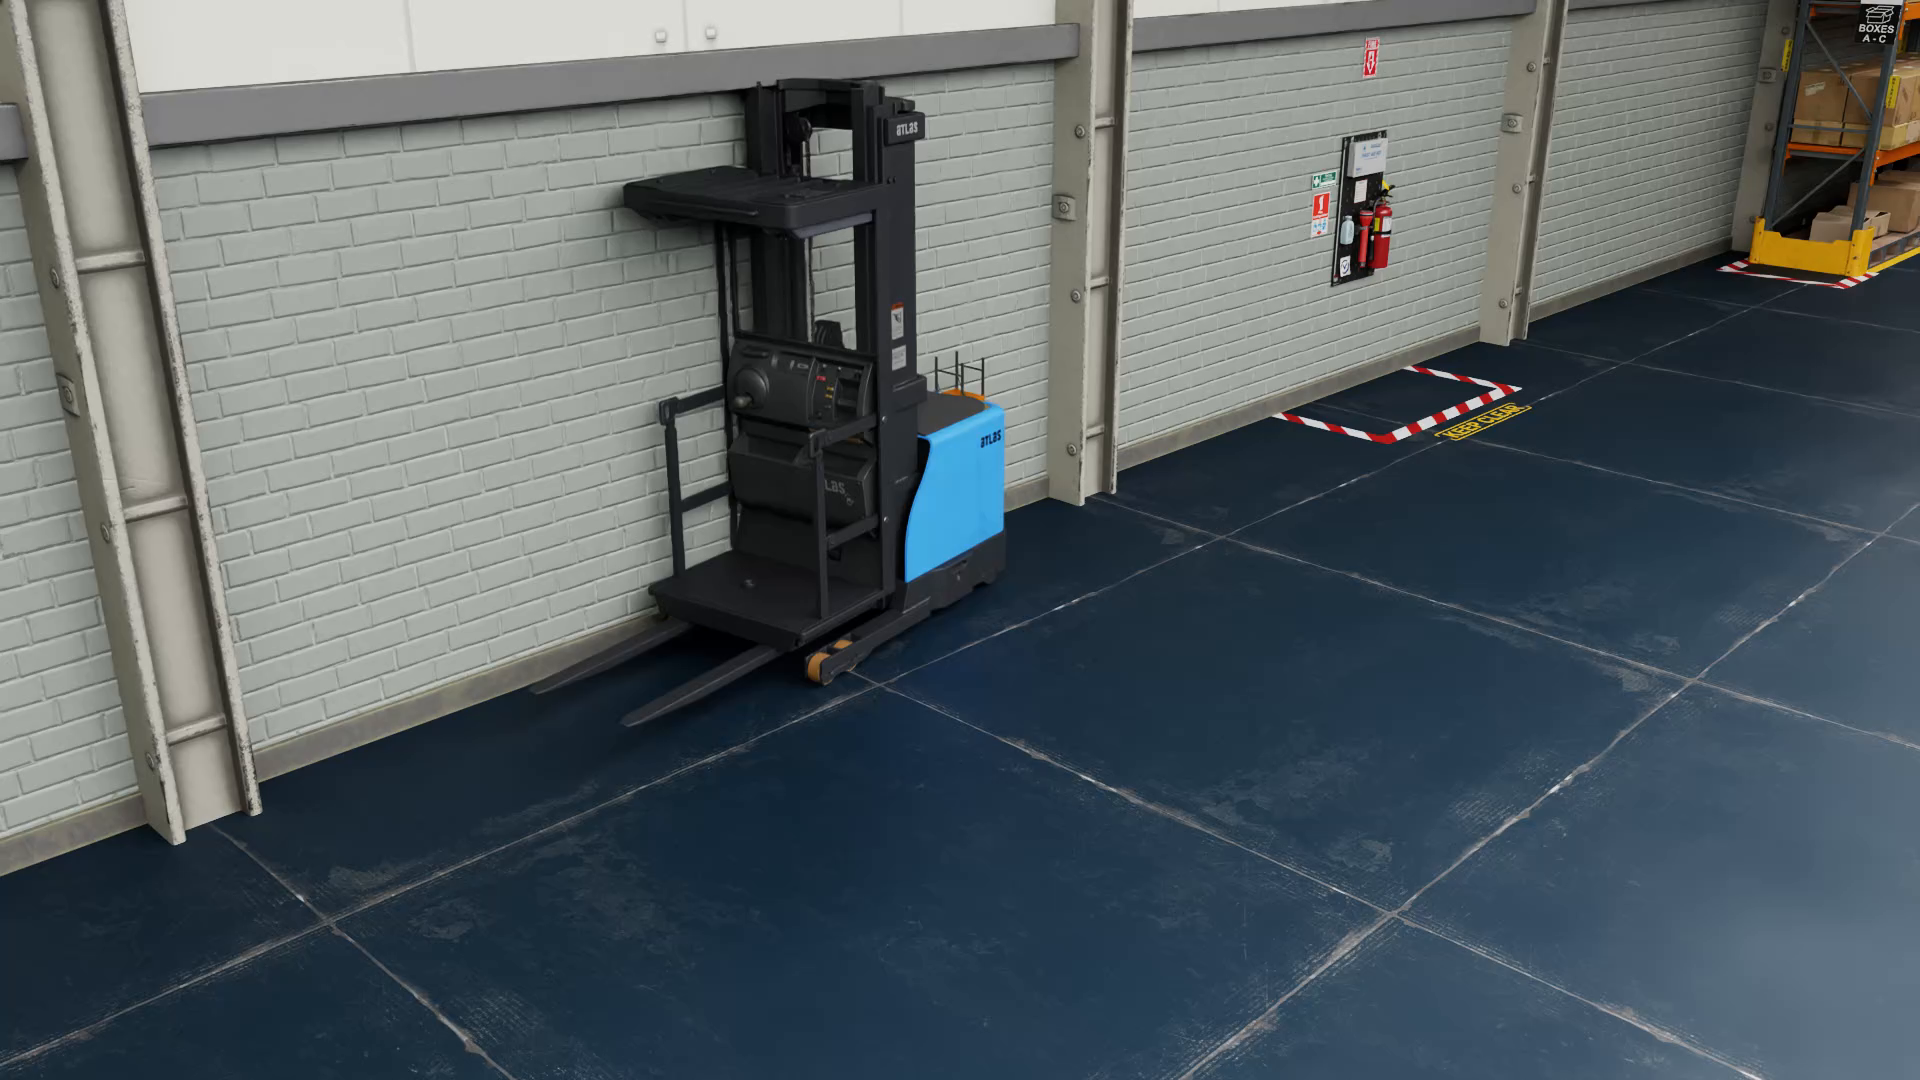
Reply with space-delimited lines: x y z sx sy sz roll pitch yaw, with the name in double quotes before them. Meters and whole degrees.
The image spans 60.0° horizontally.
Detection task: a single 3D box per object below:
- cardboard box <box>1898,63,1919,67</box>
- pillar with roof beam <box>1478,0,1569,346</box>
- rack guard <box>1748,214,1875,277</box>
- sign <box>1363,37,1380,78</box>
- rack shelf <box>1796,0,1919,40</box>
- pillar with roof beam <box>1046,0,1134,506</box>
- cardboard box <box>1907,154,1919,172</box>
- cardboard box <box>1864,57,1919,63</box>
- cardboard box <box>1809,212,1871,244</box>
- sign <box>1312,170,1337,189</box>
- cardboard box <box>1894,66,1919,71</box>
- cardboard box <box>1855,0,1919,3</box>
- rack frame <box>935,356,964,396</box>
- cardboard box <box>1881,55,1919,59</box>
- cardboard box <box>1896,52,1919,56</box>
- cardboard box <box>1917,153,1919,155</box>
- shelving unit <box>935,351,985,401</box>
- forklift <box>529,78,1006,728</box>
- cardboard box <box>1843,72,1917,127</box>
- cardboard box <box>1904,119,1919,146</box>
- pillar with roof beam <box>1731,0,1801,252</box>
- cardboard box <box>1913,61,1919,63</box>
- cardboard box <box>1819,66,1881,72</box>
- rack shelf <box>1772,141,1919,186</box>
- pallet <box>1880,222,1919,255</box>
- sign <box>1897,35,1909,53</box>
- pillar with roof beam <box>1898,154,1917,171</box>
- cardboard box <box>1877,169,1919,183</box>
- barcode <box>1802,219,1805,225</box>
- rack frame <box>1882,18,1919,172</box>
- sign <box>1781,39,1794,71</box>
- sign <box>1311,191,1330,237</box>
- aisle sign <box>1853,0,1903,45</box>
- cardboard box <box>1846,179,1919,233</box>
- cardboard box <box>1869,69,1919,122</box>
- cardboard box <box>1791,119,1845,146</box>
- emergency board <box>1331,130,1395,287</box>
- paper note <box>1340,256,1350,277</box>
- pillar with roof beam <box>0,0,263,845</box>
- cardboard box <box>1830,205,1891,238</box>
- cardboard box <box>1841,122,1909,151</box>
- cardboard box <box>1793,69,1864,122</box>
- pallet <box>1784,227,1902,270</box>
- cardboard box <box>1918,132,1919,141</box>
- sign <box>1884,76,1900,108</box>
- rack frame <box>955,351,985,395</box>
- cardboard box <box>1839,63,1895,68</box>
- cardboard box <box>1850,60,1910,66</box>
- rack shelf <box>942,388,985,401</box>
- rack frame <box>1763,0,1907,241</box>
"cardboard box" 10.949 -5.133 18.885 0.500 0.500 0.500 -19 28 -40
"pillar with roof beam" 8.100 -4.982 10.993 9.100 9.000 0.400 19 28 41
"rack guard" 9.385 -3.258 18.353 1.175 0.500 0.348 19 28 41
"sign" 3.187 -3.738 12.888 0.001 0.298 0.199 19 28 41
"rack shelf" 10.728 -5.983 18.782 1.077 0.370 4.000 19 28 41
"pillar with roof beam" 3.914 -3.439 6.980 9.100 9.000 0.400 19 28 41
"cardboard box" 12.624 -4.665 21.402 0.500 0.500 0.700 -19 28 -40
"cardboard box" 10.930 -5.395 19.566 0.500 0.500 0.500 -19 28 -41
"cardboard box" 9.880 -3.511 18.662 0.500 0.311 0.500 15 26 35
"sign" 2.814 -2.780 12.838 0.001 0.109 0.331 19 28 41
"cardboard box" 10.598 -4.998 18.532 0.500 0.500 0.500 18 27 39
"cardboard box" 9.745 -5.884 17.355 0.500 0.500 0.500 -19 28 -41
"rack frame" -0.065 -0.531 10.283 0.240 1.200 0.006 19 28 40
"cardboard box" 11.282 -5.522 19.896 0.500 0.500 0.500 19 28 40
"cardboard box" 11.645 -5.654 20.240 0.500 0.500 0.500 18 28 39
"cardboard box" 12.949 -4.810 21.780 0.700 0.500 0.500 19 28 40
"shelving unit" -0.002 -0.555 10.345 0.258 1.200 0.189 19 28 40
"forklift" -0.967 -0.812 8.601 1.130 2.935 3.031 14 25 32
"cardboard box" 9.881 -4.742 17.866 0.500 0.500 0.500 19 28 41
"cardboard box" 10.252 -4.527 18.353 0.500 0.250 0.500 18 28 39
"pillar with roof beam" 12.285 -6.524 15.006 9.100 9.000 0.400 19 28 41
"cardboard box" 11.312 -5.267 19.233 0.500 0.500 0.500 18 28 39
"cardboard box" 9.867 -4.996 18.527 0.500 0.500 0.500 -20 29 -41
"rack shelf" 10.728 -4.583 19.321 1.077 0.370 4.000 19 28 41
"pallet" 10.829 -3.635 19.737 1.003 0.211 1.213 19 28 41
"sign" 11.723 -6.112 20.680 0.100 0.325 0.005 19 28 41
"pillar with roof beam" 16.471 -8.066 19.018 9.100 9.000 0.400 19 28 41
"cardboard box" 11.427 -4.195 20.178 0.500 0.500 0.500 17 27 37
"barcode" 9.606 -3.620 18.932 0.001 0.075 0.075 19 28 41
"rack frame" 12.123 -5.433 20.529 1.000 3.000 0.127 19 28 41
"sign" 8.949 -5.237 17.964 0.100 0.325 0.005 19 28 41
"sign" 2.804 -2.534 12.936 0.001 0.329 0.234 19 28 41
"aisle sign" 9.497 -5.525 17.144 0.394 0.787 0.004 19 28 41
"cardboard box" 10.825 -3.921 19.467 0.700 0.500 0.500 17 27 37
"cardboard box" 10.233 -4.866 18.190 0.500 0.500 0.500 19 28 41
"cardboard box" 9.520 -4.513 18.316 0.500 0.250 0.500 -20 28 -41
"emergency board" 3.264 -2.633 13.245 0.194 1.169 0.643 19 28 41
"paper note" 3.091 -2.194 13.329 0.016 0.148 0.142 19 28 41
"pillar with roof beam" -0.271 -1.897 2.968 9.100 9.000 0.400 19 28 41
"cardboard box" 10.277 -3.657 19.043 0.500 0.311 0.500 -17 27 -38
"cardboard box" 9.900 -4.390 17.997 0.500 0.250 0.500 18 28 39
"cardboard box" 9.509 -4.869 18.196 0.500 0.500 0.500 19 28 40
"pallet" 9.978 -3.323 18.925 1.003 0.211 1.213 19 28 41
"cardboard box" 10.612 -4.657 18.690 0.500 0.250 0.500 19 28 40
"sign" 9.721 -4.673 17.345 0.100 0.325 0.005 19 28 41
"rack frame" 0.061 -0.579 10.407 0.240 1.200 0.006 19 28 40
"cardboard box" 10.225 -5.130 18.875 0.500 0.500 0.500 18 28 39
"cardboard box" 10.576 -5.259 19.212 0.500 0.500 0.500 -20 29 -41
"rack shelf" -0.002 -0.849 10.232 0.258 0.103 0.180 19 28 40
"rack frame" 9.332 -4.405 17.854 1.000 3.000 0.127 19 28 41
